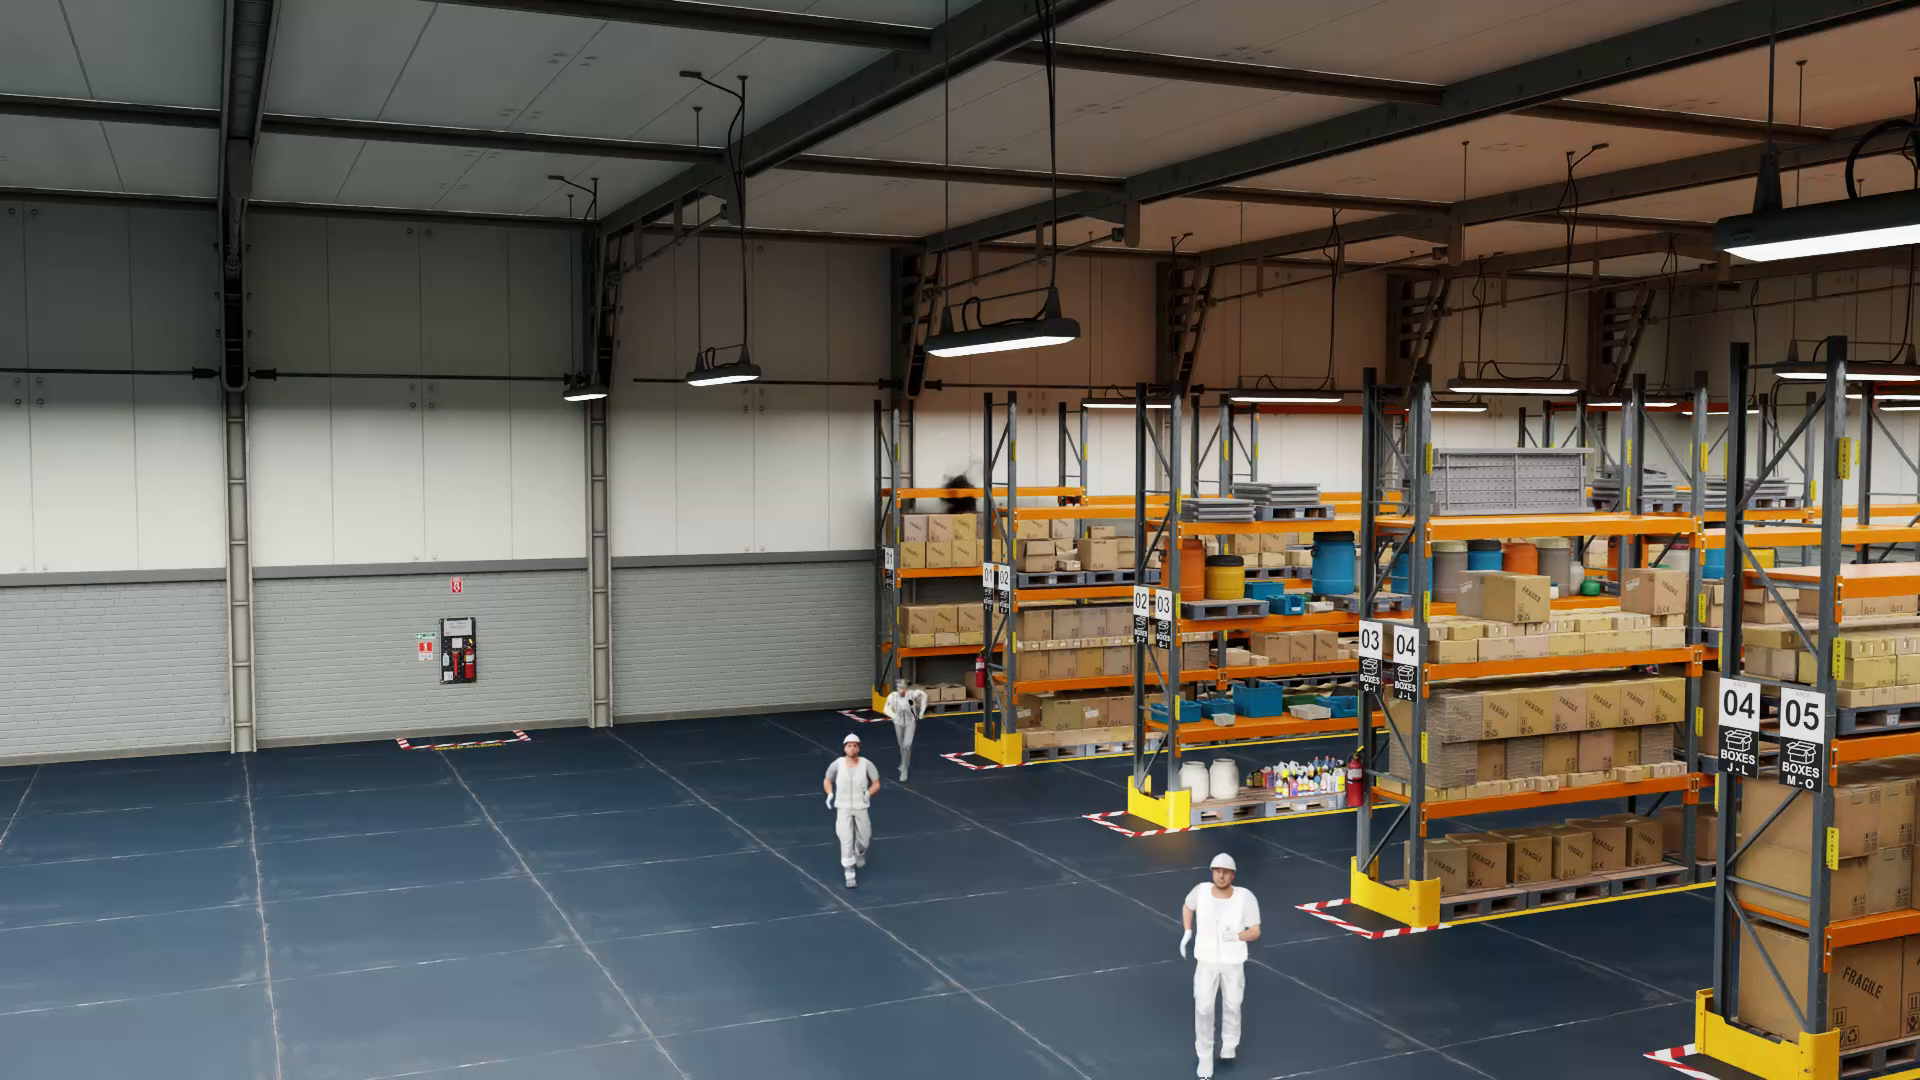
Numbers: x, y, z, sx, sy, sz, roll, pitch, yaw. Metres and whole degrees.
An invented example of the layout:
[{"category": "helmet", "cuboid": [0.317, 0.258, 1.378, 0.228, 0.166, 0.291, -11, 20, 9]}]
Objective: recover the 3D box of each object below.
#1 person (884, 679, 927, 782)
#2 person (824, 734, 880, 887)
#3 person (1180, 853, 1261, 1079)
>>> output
[{"category": "person", "cuboid": [-0.835, 2.902, 25.745, 0.655, 1.622, 0.951, 0, 3, 3]}, {"category": "person", "cuboid": [-1.273, 3.153, 19.549, 0.663, 1.749, 0.786, 0, 3, -4]}, {"category": "person", "cuboid": [2.131, 3.481, 13.637, 0.659, 1.832, 0.758, 1, 3, 12]}]
